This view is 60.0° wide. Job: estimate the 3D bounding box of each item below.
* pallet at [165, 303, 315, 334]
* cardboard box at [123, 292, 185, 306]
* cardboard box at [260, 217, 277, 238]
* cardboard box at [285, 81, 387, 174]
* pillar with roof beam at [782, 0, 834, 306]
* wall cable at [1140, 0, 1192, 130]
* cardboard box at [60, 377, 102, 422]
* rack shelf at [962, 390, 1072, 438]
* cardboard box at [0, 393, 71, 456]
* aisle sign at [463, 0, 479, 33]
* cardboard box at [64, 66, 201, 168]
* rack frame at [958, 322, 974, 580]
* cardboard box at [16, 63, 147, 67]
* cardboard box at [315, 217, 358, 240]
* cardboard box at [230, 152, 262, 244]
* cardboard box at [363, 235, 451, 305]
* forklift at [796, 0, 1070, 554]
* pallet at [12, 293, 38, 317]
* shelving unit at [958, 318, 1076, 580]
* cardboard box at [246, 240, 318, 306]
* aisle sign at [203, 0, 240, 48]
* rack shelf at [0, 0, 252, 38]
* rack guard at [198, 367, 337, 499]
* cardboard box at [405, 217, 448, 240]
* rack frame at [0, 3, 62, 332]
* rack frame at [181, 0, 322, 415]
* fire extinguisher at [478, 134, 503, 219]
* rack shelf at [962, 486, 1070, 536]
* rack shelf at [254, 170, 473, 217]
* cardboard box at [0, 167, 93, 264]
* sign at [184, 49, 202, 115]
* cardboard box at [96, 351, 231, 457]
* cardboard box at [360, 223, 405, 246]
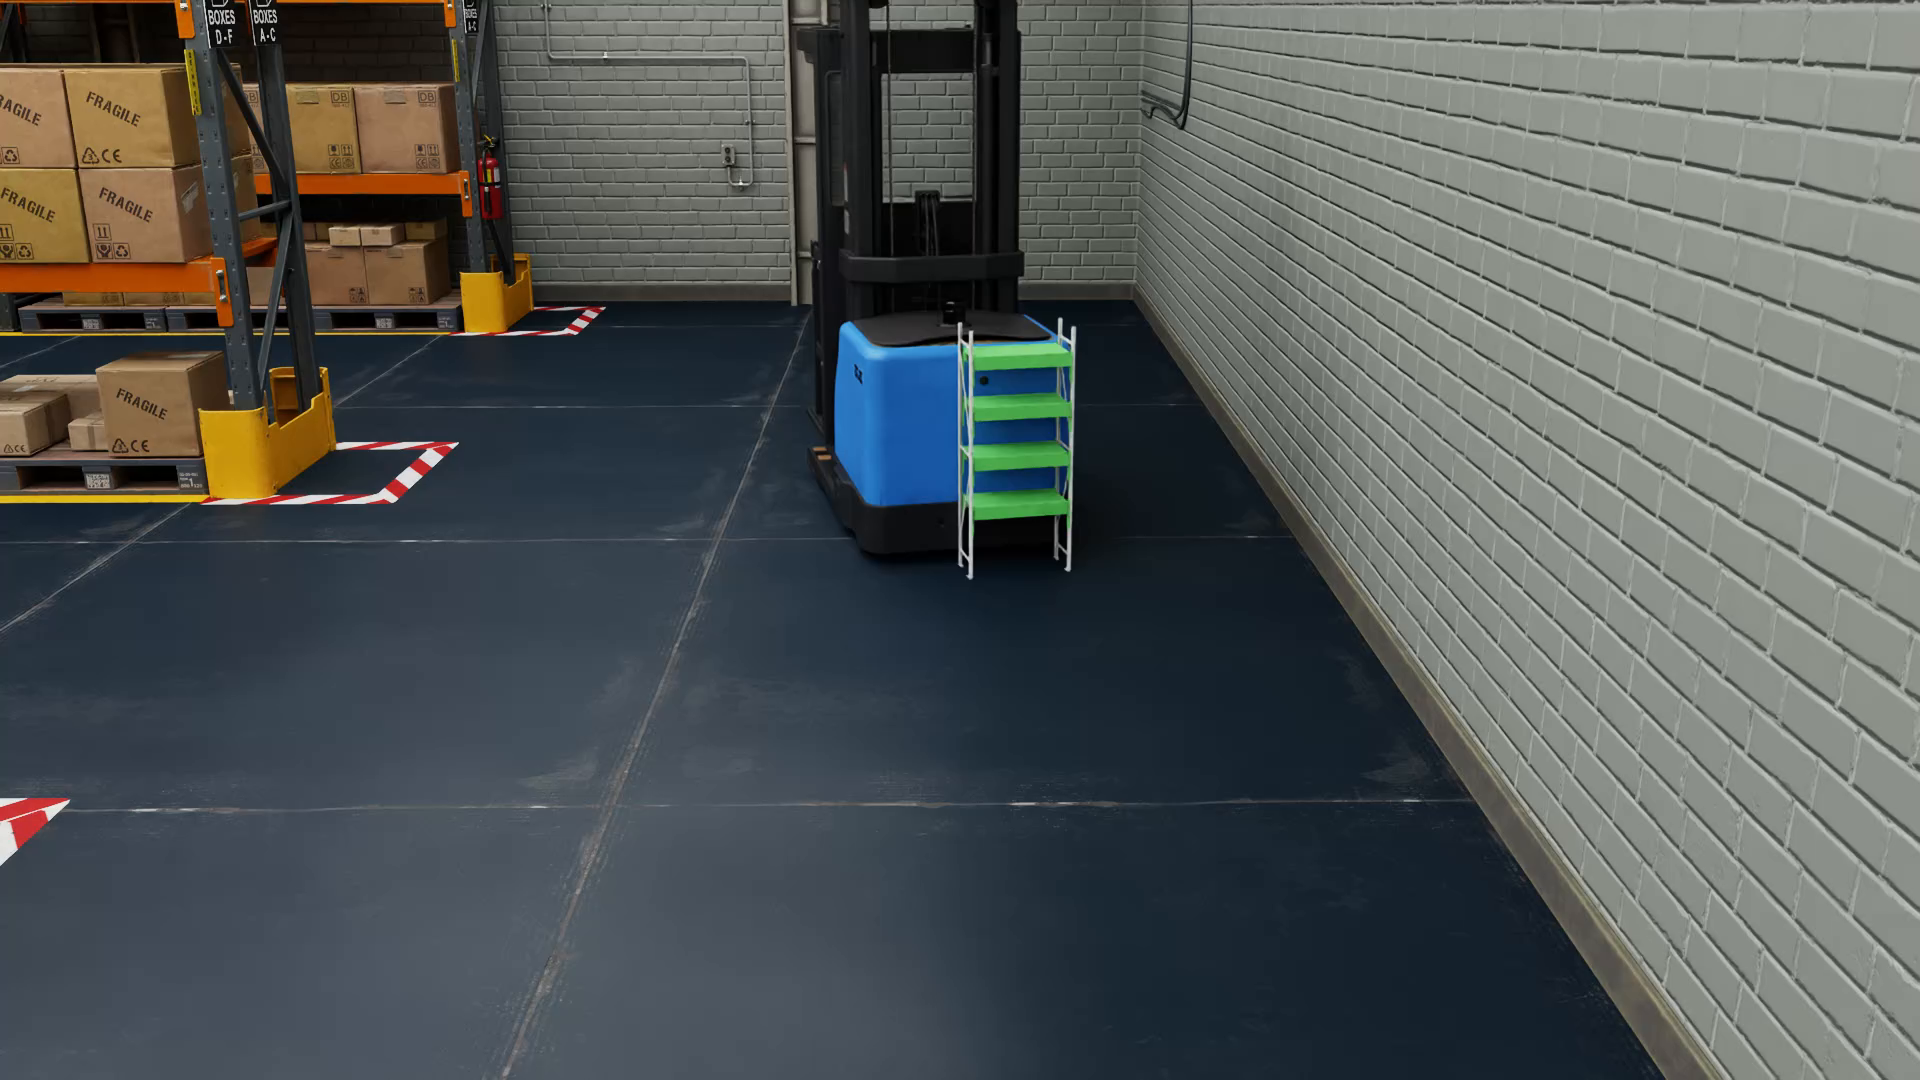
[{"bbox_3d":[-6.054,-1.988,14.398,1.213,0.211,1.003,0,18,-1],"label":"pallet"},{"bbox_3d":[-6.786,-2.312,14.250,0.500,0.500,0.700,0,18,-1],"label":"cardboard box"},{"bbox_3d":[-5.883,-2.688,14.359,0.250,0.149,0.380,0,18,0],"label":"cardboard box"},{"bbox_3d":[-5.276,-3.479,13.990,0.700,0.700,0.980,0,18,-1],"label":"cardboard box"},{"bbox_3d":[-1.285,-5.167,9.924,0.400,9.000,9.100,0,18,-1],"label":"pillar with roof beam"},{"bbox_3d":[1.622,-4.644,13.377,0.112,2.526,3.097,0,18,-1],"label":"wall cable"},{"bbox_3d":[-5.005,-0.817,9.965,0.500,0.250,0.500,0,18,-1],"label":"cardboard box"},{"bbox_3d":[0.265,-0.600,7.878,0.480,0.148,0.258,-4,18,-13],"label":"rack shelf"},{"bbox_3d":[-5.447,-0.662,9.483,0.500,0.250,0.500,0,18,-1],"label":"cardboard box"},{"bbox_3d":[-3.962,-4.495,13.393,0.004,0.787,0.394,0,18,-1],"label":"aisle sign"},{"bbox_3d":[-4.397,-2.273,8.922,0.500,0.500,0.500,0,18,-1],"label":"cardboard box"},{"bbox_3d":[0.027,-0.415,7.878,0.015,1.200,0.240,-4,18,-13],"label":"rack frame"},{"bbox_3d":[-4.927,-2.433,9.420,0.500,0.500,0.500,0,18,0],"label":"cardboard box"},{"bbox_3d":[-5.372,-2.691,14.368,0.250,0.149,0.380,0,18,0],"label":"cardboard box"},{"bbox_3d":[-4.404,-1.961,9.587,0.500,0.500,0.500,0,18,0],"label":"cardboard box"},{"bbox_3d":[-4.737,-2.324,14.287,0.500,0.500,0.700,0,18,-1],"label":"cardboard box"},{"bbox_3d":[-0.276,-1.739,9.170,1.130,2.935,3.031,-4,18,-12],"label":"forklift"},{"bbox_3d":[-8.808,-1.974,14.357,1.213,0.211,1.003,0,18,-1],"label":"pallet"},{"bbox_3d":[0.265,-0.433,7.932,0.503,1.200,0.258,-4,18,-13],"label":"shelving unit"},{"bbox_3d":[-5.740,-2.319,14.271,0.500,0.500,0.700,-1,18,-3],"label":"cardboard box"},{"bbox_3d":[-3.884,-2.980,8.671,0.004,0.787,0.394,0,18,-1],"label":"aisle sign"},{"bbox_3d":[-5.956,-2.911,8.980,4.000,0.370,1.077,0,18,-1],"label":"rack shelf"},{"bbox_3d":[-4.033,-0.645,9.739,0.348,0.500,1.175,0,18,-1],"label":"rack guard"},{"bbox_3d":[-4.615,-2.695,14.380,0.250,0.149,0.380,0,18,0],"label":"cardboard box"},{"bbox_3d":[-8.038,-3.329,14.014,0.127,3.000,1.000,0,18,-1],"label":"rack frame"},{"bbox_3d":[-3.957,-1.835,9.358,0.127,3.000,1.000,0,18,-1],"label":"rack frame"},{"bbox_3d":[-3.880,-2.994,13.706,0.183,0.674,0.296,0,18,-1],"label":"fire extinguisher"},{"bbox_3d":[0.265,-0.143,8.025,0.480,0.148,0.258,-4,18,-13],"label":"rack shelf"},{"bbox_3d":[-6.038,-2.996,14.154,4.000,0.370,1.077,0,18,-1],"label":"rack shelf"},{"bbox_3d":[-4.919,-1.794,9.066,0.500,0.500,0.500,0,18,0],"label":"cardboard box"},{"bbox_3d":[-3.968,-2.368,8.604,0.005,0.325,0.100,0,18,-1],"label":"sign"},{"bbox_3d":[-4.496,-0.777,9.430,0.500,0.500,0.500,0,18,-1],"label":"cardboard box"},{"bbox_3d":[-4.862,-2.577,14.012,0.250,0.149,0.380,0,18,-2],"label":"cardboard box"}]
